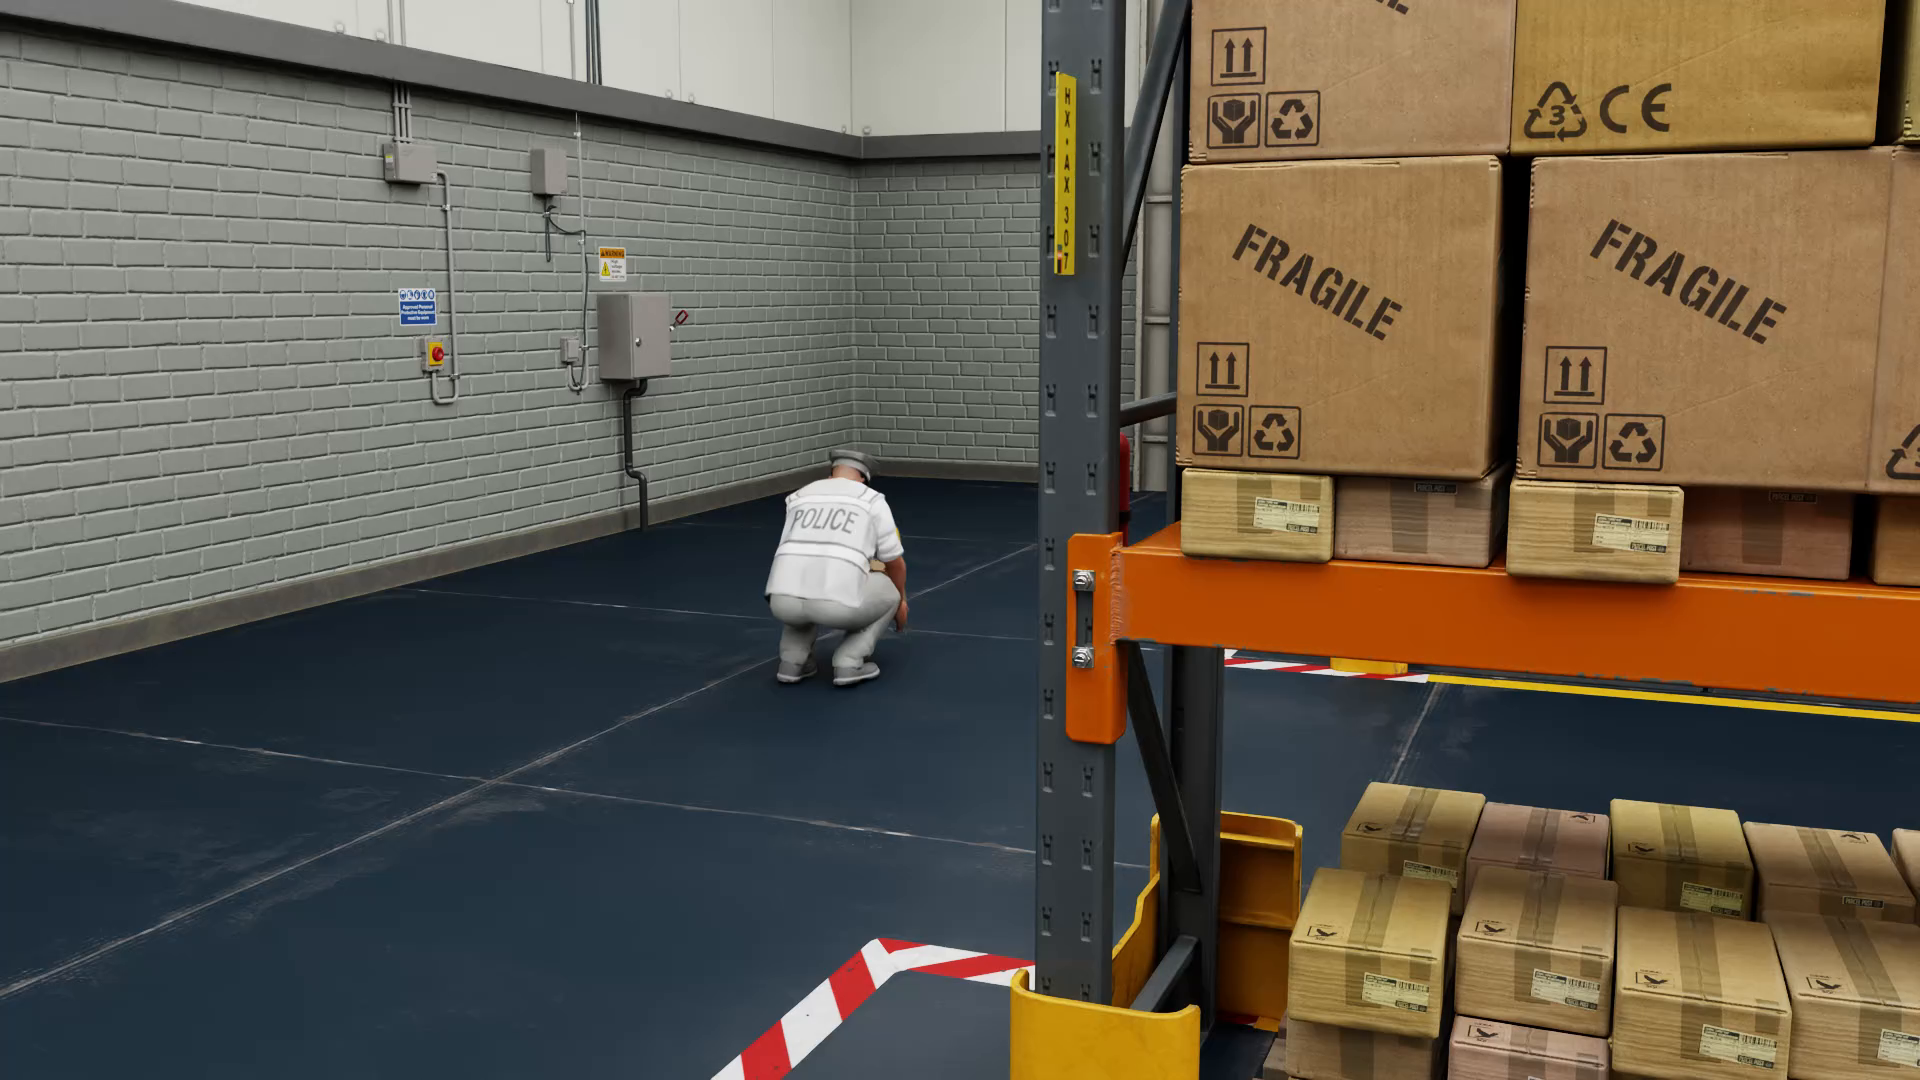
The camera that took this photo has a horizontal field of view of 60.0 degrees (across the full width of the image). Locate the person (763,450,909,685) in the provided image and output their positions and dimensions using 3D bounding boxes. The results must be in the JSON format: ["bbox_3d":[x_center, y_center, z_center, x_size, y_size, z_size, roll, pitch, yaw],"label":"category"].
[{"bbox_3d":[-0.561,0.121,7.549,0.536,1.013,0.903,3,9,20],"label":"person"}]
